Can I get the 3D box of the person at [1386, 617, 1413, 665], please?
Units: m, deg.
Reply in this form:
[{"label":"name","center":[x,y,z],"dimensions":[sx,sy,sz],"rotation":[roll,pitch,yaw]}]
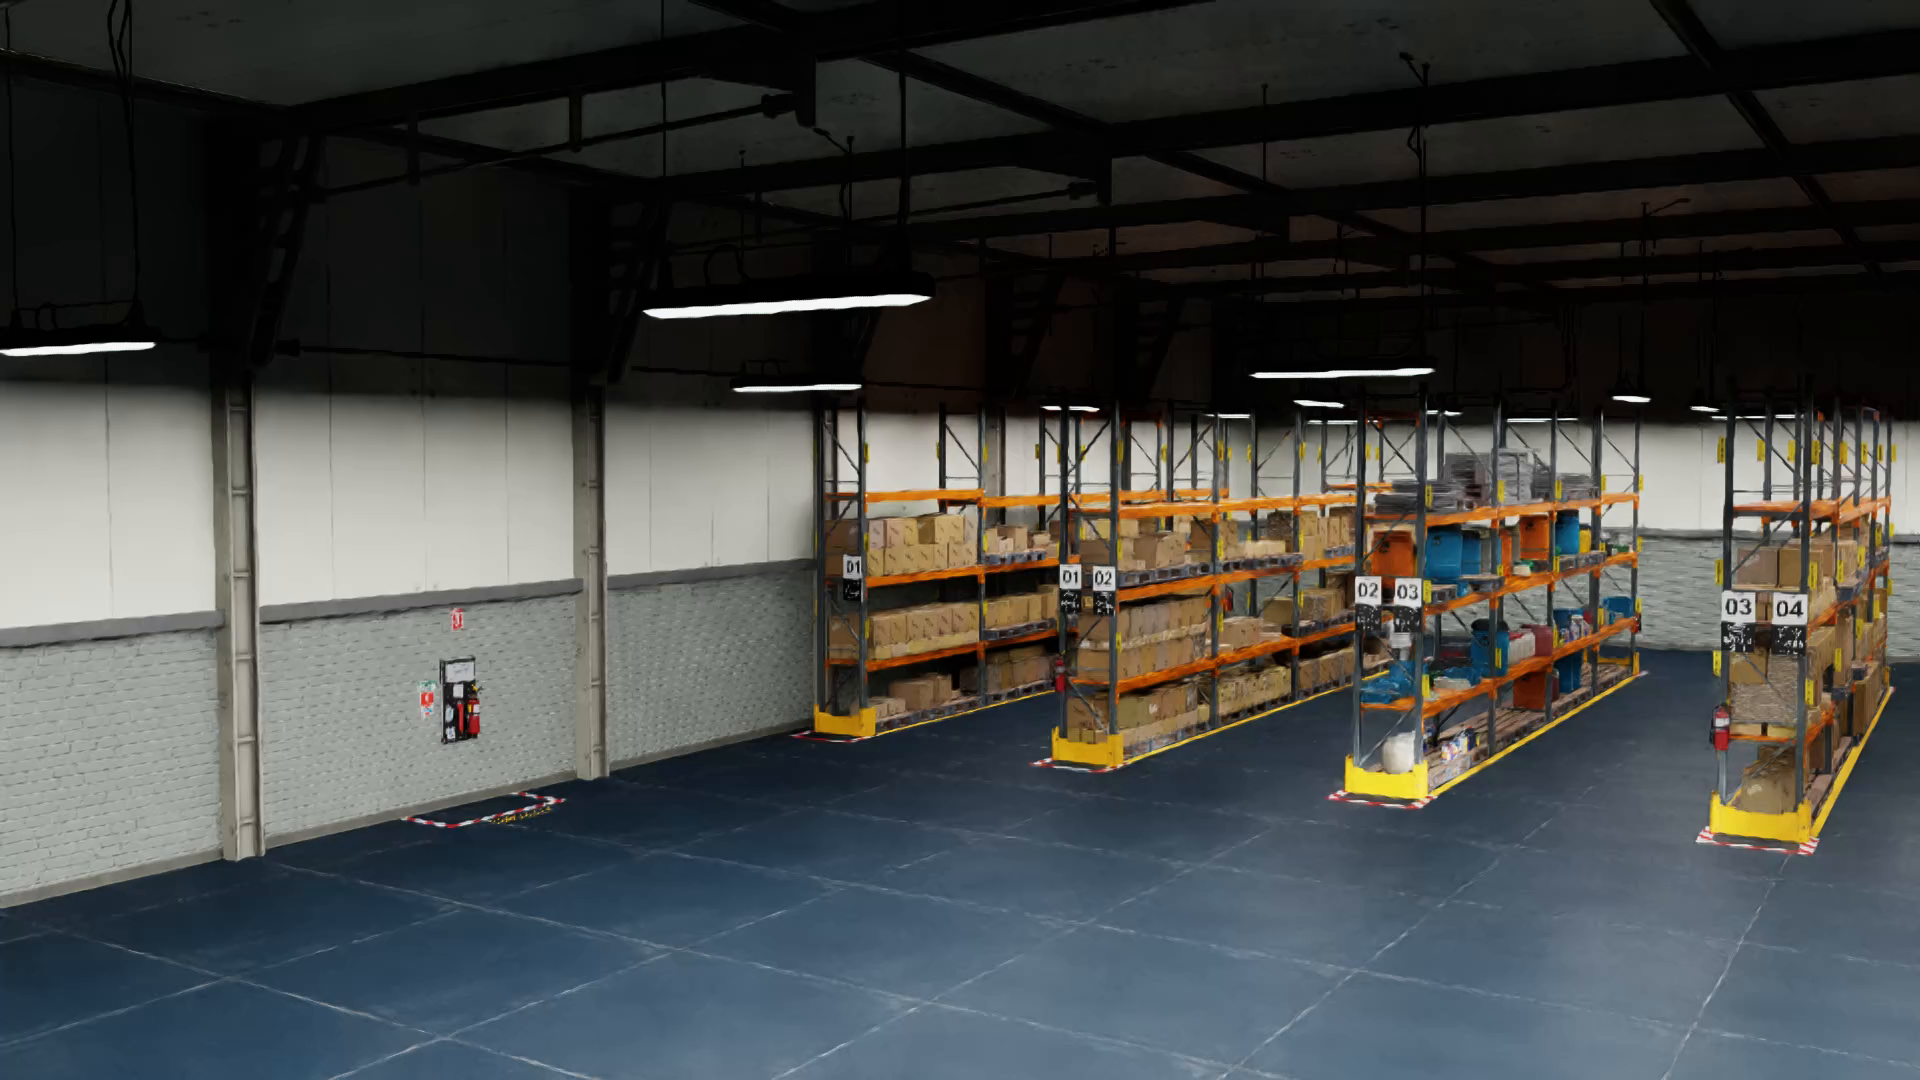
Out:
[{"label":"person","center":[9.431,2.260,35.773],"dimensions":[0.544,1.697,1.102],"rotation":[2,4,34]}]
